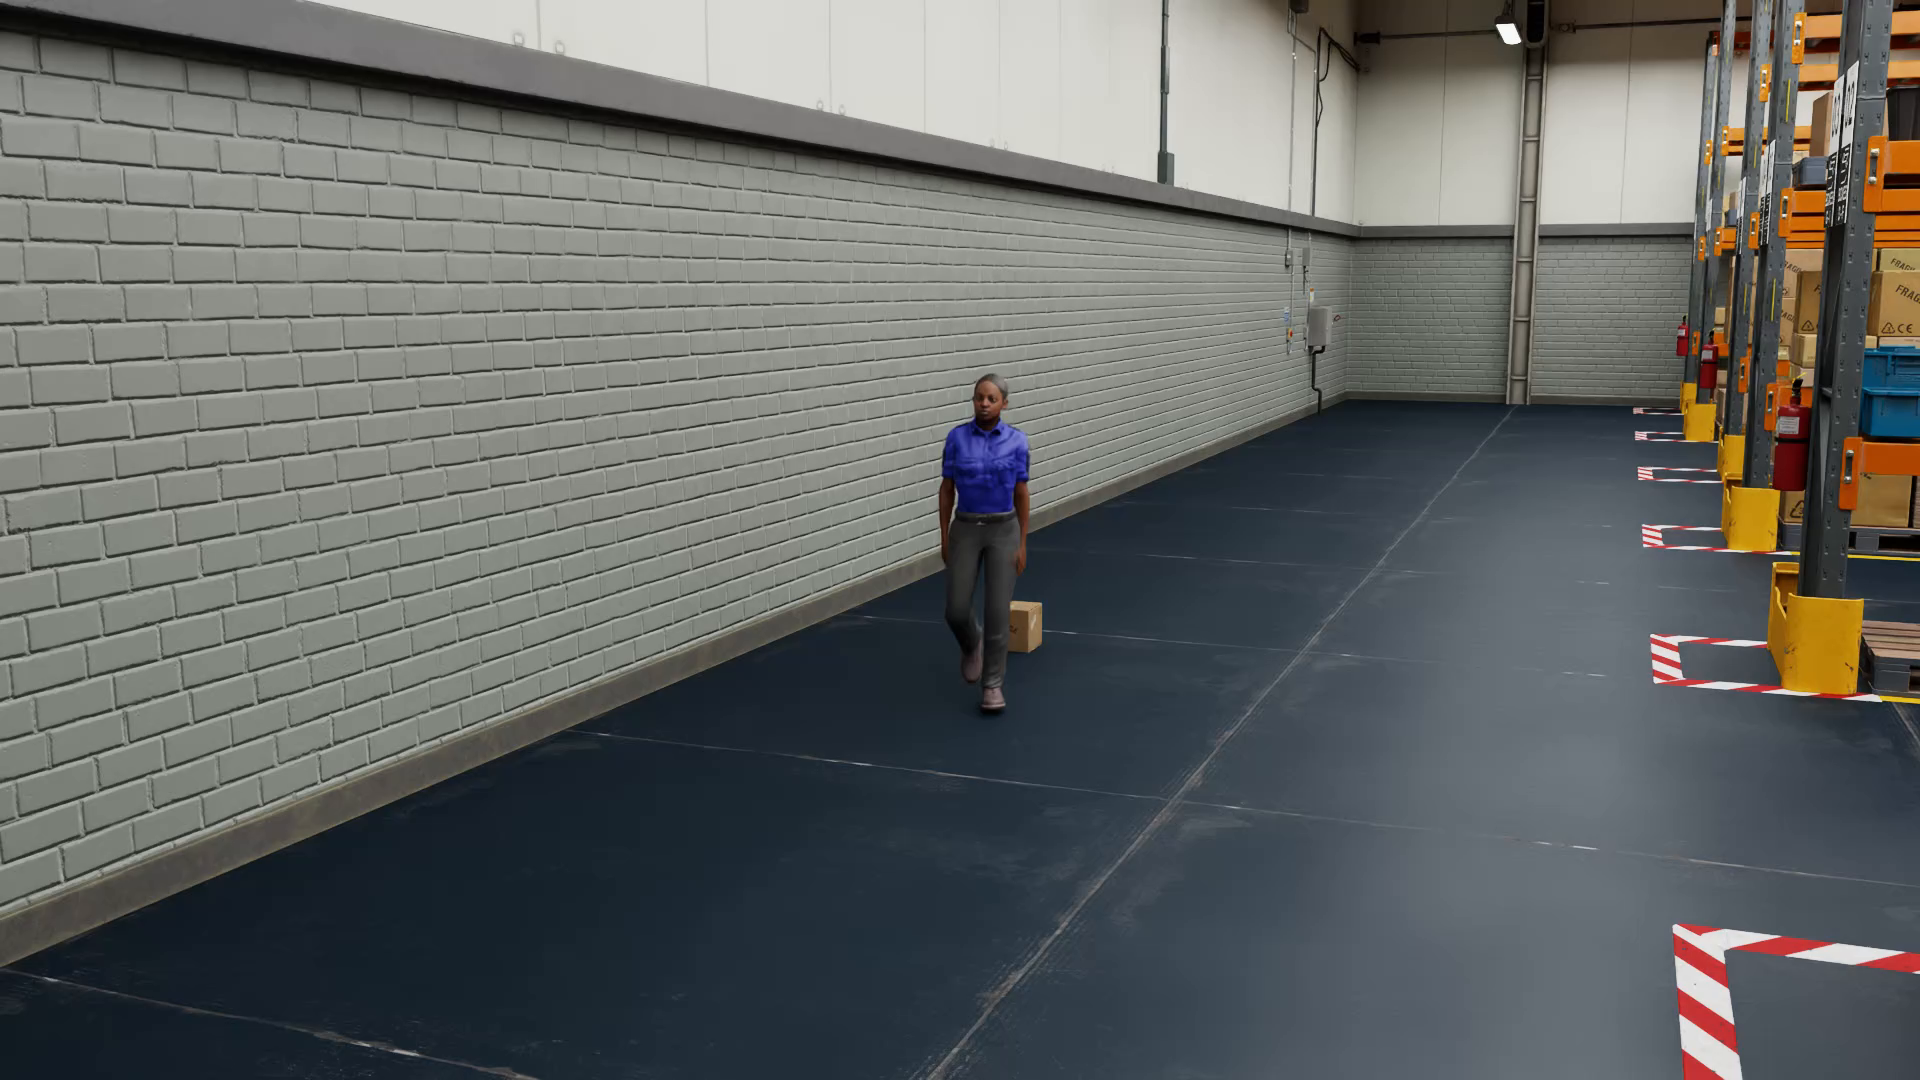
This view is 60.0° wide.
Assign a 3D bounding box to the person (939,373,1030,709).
[{"bbox_3d":[0.124,-0.011,8.304,0.453,1.641,0.571,1,9,5],"label":"person"}]
